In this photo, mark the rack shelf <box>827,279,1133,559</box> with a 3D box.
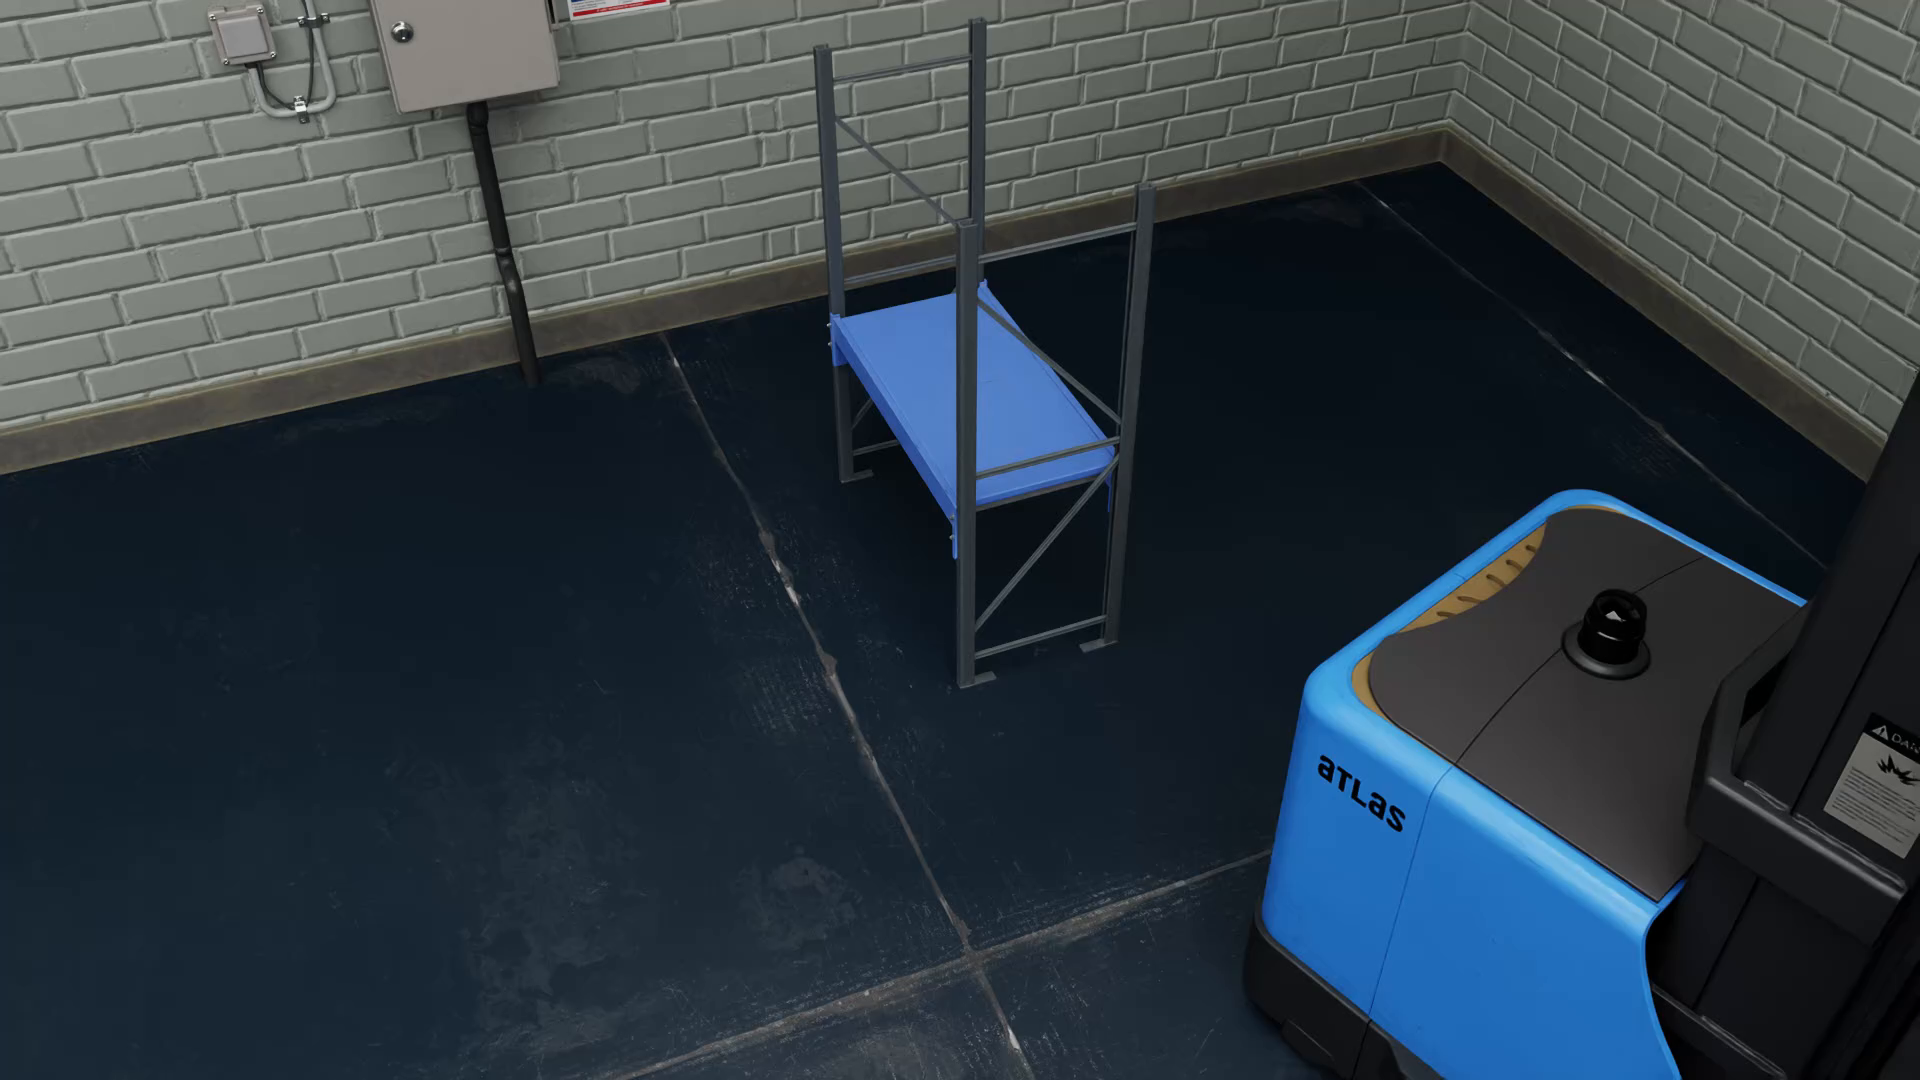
[{"bbox_3d":[0.033,-0.381,4.819,0.538,0.185,1.000,-15,43,-17],"label":"rack shelf"}]

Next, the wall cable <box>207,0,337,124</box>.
[{"bbox_3d":[-2.168,-1.994,4.488,0.588,1.984,0.122,-15,43,-17],"label":"wall cable"}]

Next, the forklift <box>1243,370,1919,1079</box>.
[{"bbox_3d":[2.019,0.491,2.431,1.130,2.935,3.031,-30,49,-30],"label":"forklift"}]

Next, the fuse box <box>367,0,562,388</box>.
[{"bbox_3d":[-1.477,-1.195,5.327,0.539,1.711,0.414,-15,43,-17],"label":"fuse box"}]

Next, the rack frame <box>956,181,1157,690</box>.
[{"bbox_3d":[0.227,-0.211,4.345,0.500,1.500,0.032,-15,43,-17],"label":"rack frame"}]

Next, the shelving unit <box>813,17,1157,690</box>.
[{"bbox_3d":[0.033,-0.517,4.701,0.538,1.500,1.048,-15,43,-17],"label":"shelving unit"}]

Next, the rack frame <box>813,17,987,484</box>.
[{"bbox_3d":[-0.162,-0.823,5.057,0.500,1.500,0.032,-15,43,-17],"label":"rack frame"}]

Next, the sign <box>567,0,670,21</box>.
[{"bbox_3d":[-1.100,-1.896,5.227,0.329,0.494,0.001,-15,43,-17],"label":"sign"}]
